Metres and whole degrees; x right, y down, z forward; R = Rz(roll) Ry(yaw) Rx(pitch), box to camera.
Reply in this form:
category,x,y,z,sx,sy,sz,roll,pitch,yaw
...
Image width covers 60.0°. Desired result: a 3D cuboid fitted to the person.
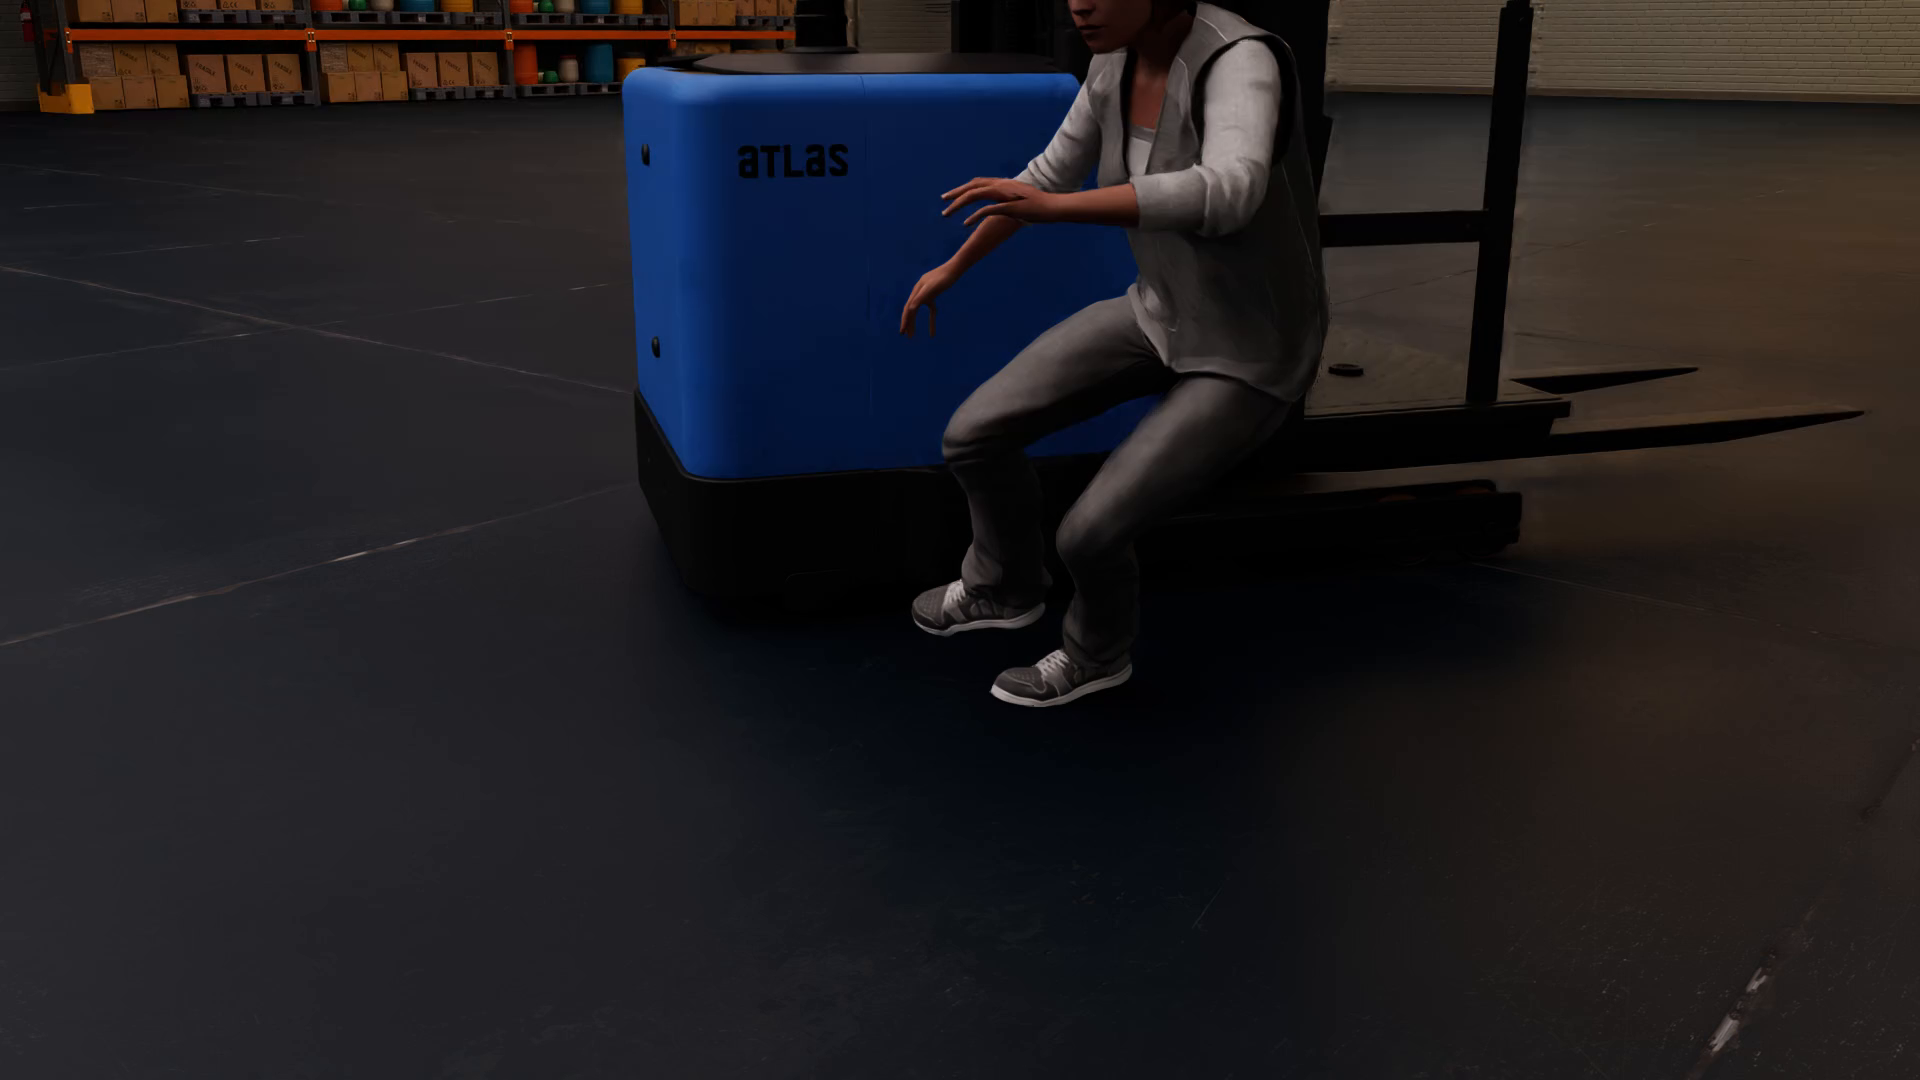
category,x,y,z,sx,sy,sz,roll,pitch,yaw
person,0.150,-0.288,2.575,0.839,1.368,0.915,-15,22,-40

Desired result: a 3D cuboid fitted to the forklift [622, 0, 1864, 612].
category,x,y,z,sx,sy,sz,roll,pitch,yaw
forklift,0.771,-1.483,3.782,3.031,2.935,1.130,-5,18,-16
